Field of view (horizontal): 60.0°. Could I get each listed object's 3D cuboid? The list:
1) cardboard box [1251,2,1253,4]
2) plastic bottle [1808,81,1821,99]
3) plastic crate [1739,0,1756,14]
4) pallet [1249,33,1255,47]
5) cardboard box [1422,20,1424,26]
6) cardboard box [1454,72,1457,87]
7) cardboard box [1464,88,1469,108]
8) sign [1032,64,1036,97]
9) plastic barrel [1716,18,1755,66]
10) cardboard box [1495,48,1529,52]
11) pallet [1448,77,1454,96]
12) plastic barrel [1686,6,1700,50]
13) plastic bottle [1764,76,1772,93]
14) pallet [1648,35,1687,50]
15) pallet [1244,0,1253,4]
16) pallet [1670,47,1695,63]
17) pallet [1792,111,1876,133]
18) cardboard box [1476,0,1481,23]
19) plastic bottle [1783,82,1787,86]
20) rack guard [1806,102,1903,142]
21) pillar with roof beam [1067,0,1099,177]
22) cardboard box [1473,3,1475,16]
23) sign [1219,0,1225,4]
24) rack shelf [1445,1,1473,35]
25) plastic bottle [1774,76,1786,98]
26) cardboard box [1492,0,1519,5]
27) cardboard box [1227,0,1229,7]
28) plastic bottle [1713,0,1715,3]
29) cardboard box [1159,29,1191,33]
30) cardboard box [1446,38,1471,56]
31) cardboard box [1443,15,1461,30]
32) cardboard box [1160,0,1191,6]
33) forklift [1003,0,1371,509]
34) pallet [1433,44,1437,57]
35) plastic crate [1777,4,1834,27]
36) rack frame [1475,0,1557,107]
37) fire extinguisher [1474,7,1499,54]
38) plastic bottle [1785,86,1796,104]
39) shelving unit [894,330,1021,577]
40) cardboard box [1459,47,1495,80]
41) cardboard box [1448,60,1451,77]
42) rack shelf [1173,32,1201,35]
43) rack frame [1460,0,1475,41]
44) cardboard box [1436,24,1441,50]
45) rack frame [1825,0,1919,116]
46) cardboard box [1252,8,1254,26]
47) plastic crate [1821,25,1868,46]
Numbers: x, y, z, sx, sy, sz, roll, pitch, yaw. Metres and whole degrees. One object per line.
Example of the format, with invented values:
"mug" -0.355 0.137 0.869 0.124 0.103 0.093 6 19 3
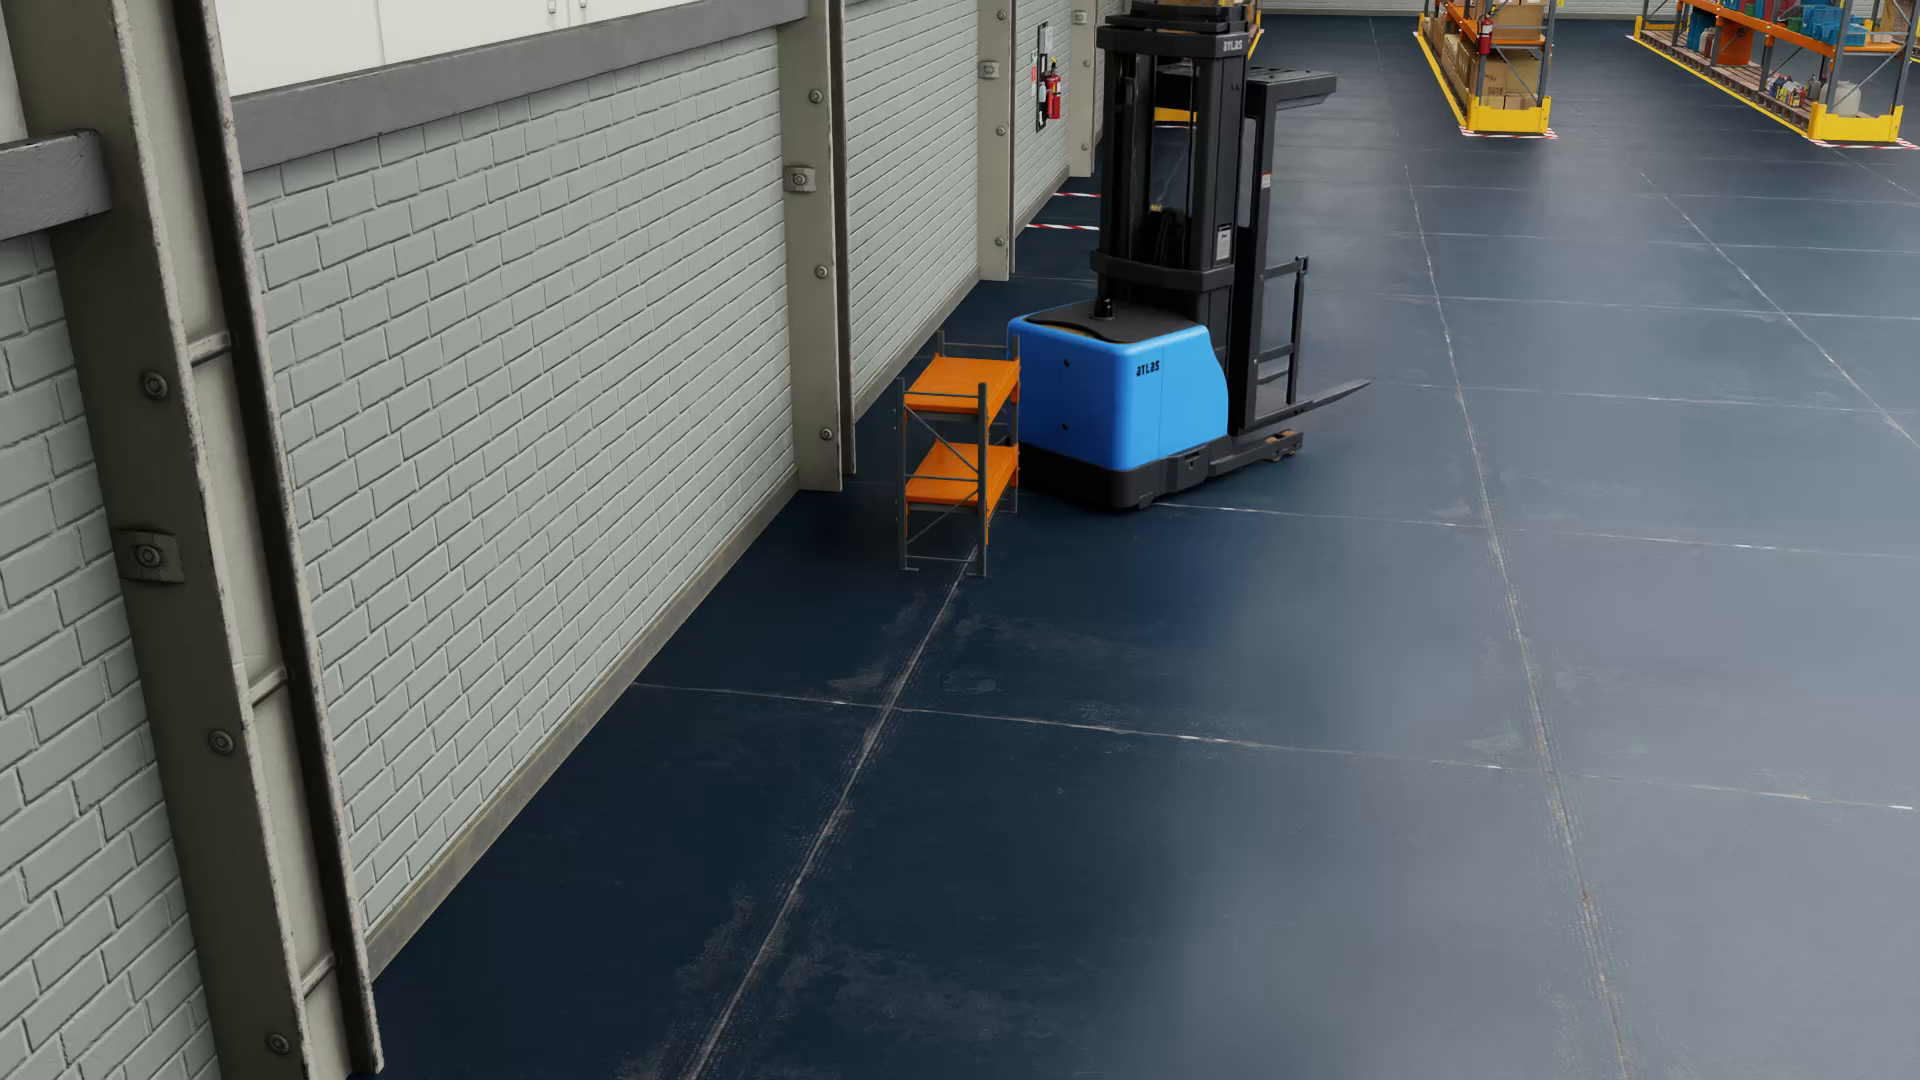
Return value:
"cardboard box" 6.556 -12.338 38.388 0.380 0.149 0.250 4 22 9
"plastic bottle" 13.976 -7.368 27.189 0.152 0.276 0.135 4 22 11
"plastic crate" 14.202 -9.677 29.782 0.402 0.464 0.583 4 22 11
"pallet" 6.180 -11.412 37.907 1.003 0.211 1.213 4 22 11
"cardboard box" 11.193 -12.275 39.544 0.380 0.149 0.250 4 22 11
"cardboard box" 8.775 -7.904 28.583 0.500 0.250 0.500 4 22 11
"cardboard box" 8.260 -6.990 26.314 0.500 0.250 0.500 4 22 11
"sign" 0.816 -5.094 18.438 0.001 0.329 0.234 4 22 11
"plastic barrel" 14.914 -9.584 31.977 0.600 0.830 0.708 4 22 11
"cardboard box" 9.074 -7.847 27.438 0.500 0.500 0.500 4 22 11
"pallet" 9.278 -8.110 29.709 1.003 0.211 1.213 4 22 11
"plastic barrel" 15.519 -10.702 34.658 0.600 0.901 0.708 4 22 11
"plastic bottle" 13.520 -7.608 27.792 0.097 0.271 0.097 0 22 0
"pallet" 16.006 -11.104 37.143 1.003 0.211 1.213 4 22 11
"pallet" 5.091 -10.613 32.447 1.213 0.211 1.003 4 22 11
"pallet" 15.449 -10.106 34.663 1.003 0.211 1.213 4 22 11
"pallet" 13.339 -6.324 25.274 1.003 0.211 1.213 4 22 11
"cardboard box" 8.981 -8.822 27.609 0.700 0.500 0.500 4 22 10
"plastic bottle" 13.412 -7.302 27.032 0.097 0.271 0.097 0 22 0
"rack guard" 13.168 -6.161 24.483 1.175 0.500 0.348 4 22 11
"pillar with roof beam" 5.786 -8.627 19.229 9.100 9.000 0.400 4 22 11
"cardboard box" 9.224 -9.245 28.995 0.500 0.250 0.500 6 23 14
"sign" 4.031 -8.405 25.549 0.100 0.325 0.005 4 22 11
"rack shelf" 9.574 -9.529 30.462 1.077 0.370 4.000 4 22 11
"plastic bottle" 13.405 -7.395 27.158 0.144 0.351 0.185 4 22 9
"cardboard box" 8.241 -8.170 25.123 0.380 0.149 0.250 4 22 10
"cardboard box" 4.114 -8.853 26.989 0.500 0.500 0.500 4 22 9
"plastic bottle" 14.604 -10.465 32.087 0.097 0.201 0.097 0 22 0
"cardboard box" 3.405 -8.170 26.299 0.500 0.250 0.500 5 22 12
"cardboard box" 9.383 -9.226 31.113 0.500 0.311 0.500 4 22 9
"cardboard box" 9.951 -10.368 33.334 0.500 0.250 0.500 5 23 13
"cardboard box" 3.388 -8.521 26.166 0.500 0.500 0.500 4 22 10
"forklift" 1.686 -2.005 10.909 3.031 2.935 1.130 -20 29 -40
"pallet" 10.670 -10.463 35.551 1.003 0.211 1.213 4 22 11
"plastic crate" 13.783 -8.542 27.131 0.767 0.338 0.504 4 22 11
"rack frame" 8.350 -7.669 24.879 1.000 3.000 0.127 4 22 11
"fire extinguisher" 7.871 -7.625 24.874 0.296 0.674 0.183 4 22 11
"plastic bottle" 13.251 -7.076 26.465 0.152 0.276 0.135 4 22 9
"shelving unit" 0.001 -0.524 9.650 0.538 1.125 1.048 4 22 11
"cardboard box" 8.561 -7.887 27.537 0.500 0.500 0.500 4 22 11
"cardboard box" 9.176 -8.597 30.302 0.500 0.250 0.500 5 22 12
"rack shelf" 3.908 -8.443 27.764 1.077 0.370 4.000 4 22 11
"rack frame" 9.166 -9.131 28.512 1.000 3.000 0.127 4 22 11
"cardboard box" 10.150 -10.381 34.370 0.500 0.500 0.500 4 22 9
"rack frame" 13.198 -7.290 23.938 1.000 3.000 0.127 4 22 11
"cardboard box" 6.720 -12.668 40.077 0.700 0.500 0.500 4 22 11
"plastic crate" 13.008 -7.426 24.477 0.499 0.251 0.616 4 22 11
